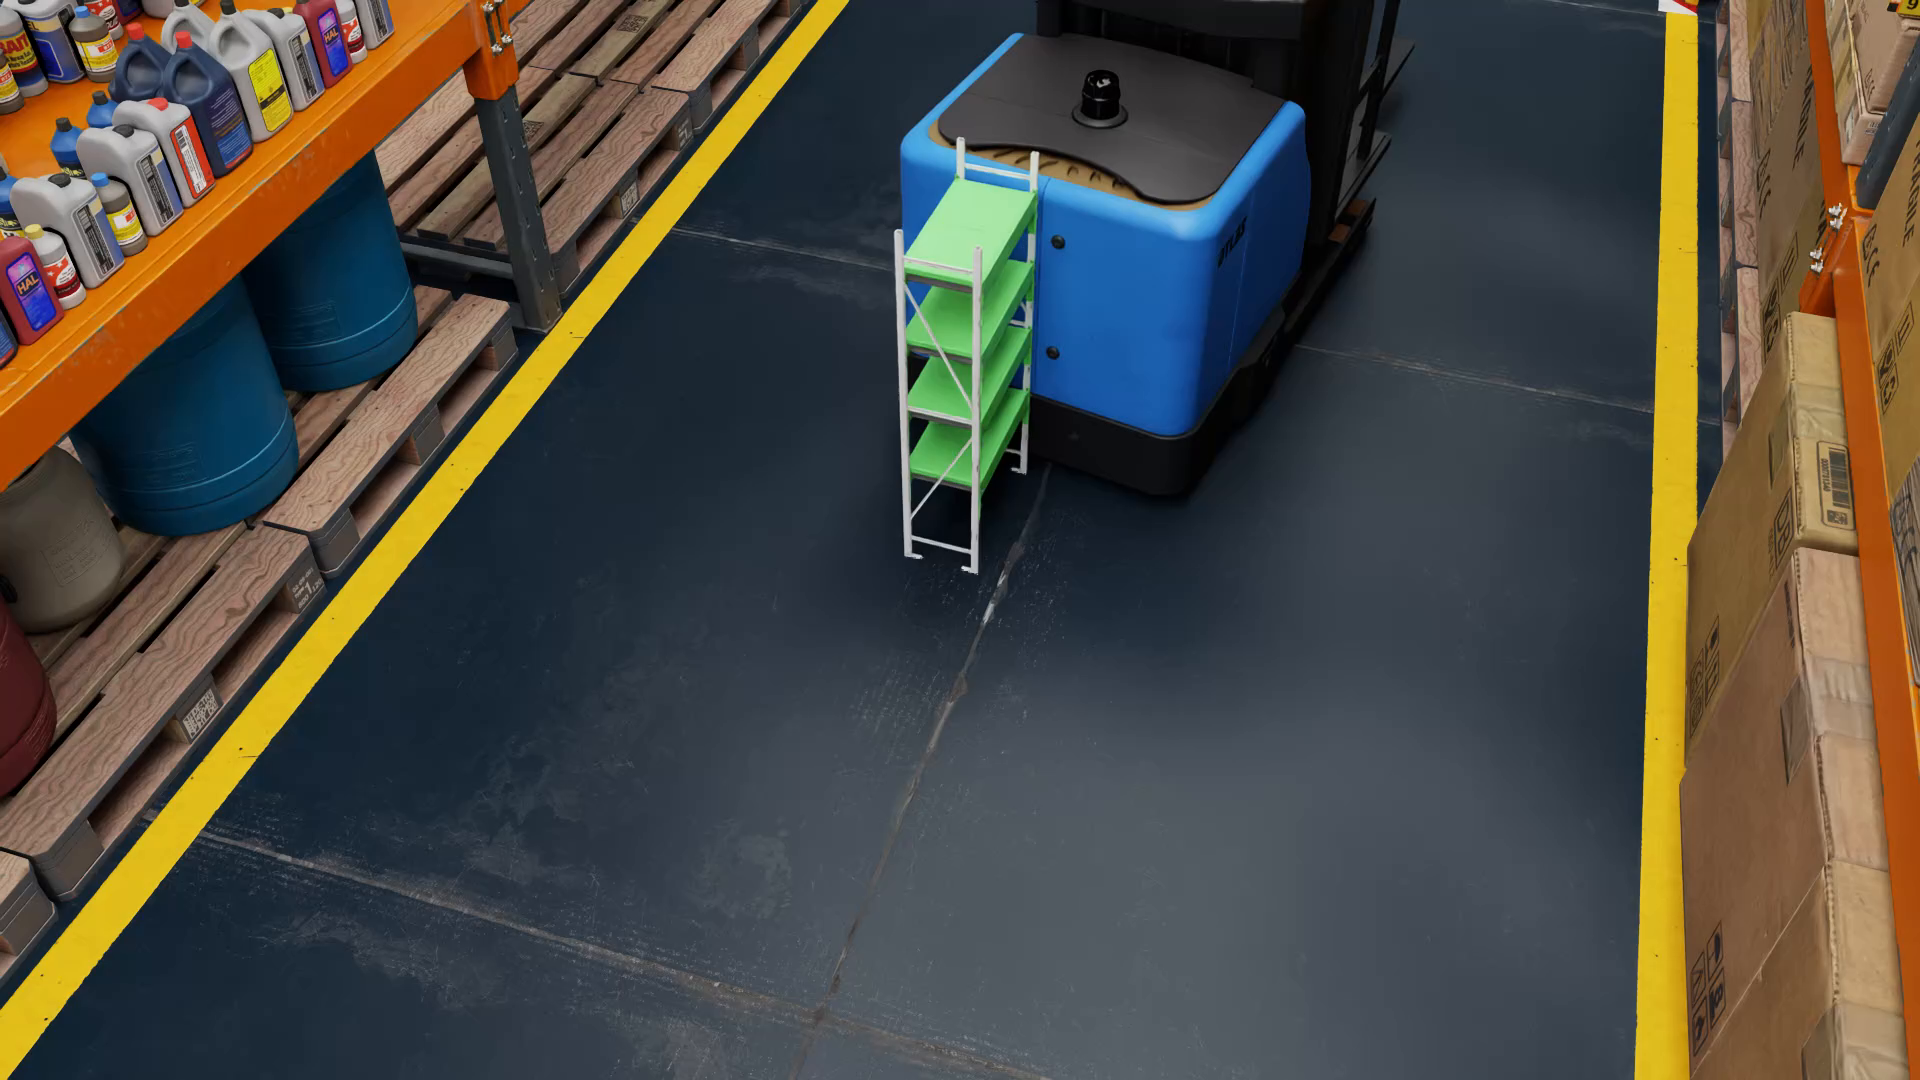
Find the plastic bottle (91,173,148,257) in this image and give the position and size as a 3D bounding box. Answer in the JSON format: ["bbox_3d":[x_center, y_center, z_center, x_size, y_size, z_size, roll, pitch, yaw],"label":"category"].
[{"bbox_3d":[-2.071,-0.802,4.067,0.097,0.201,0.097,0,44,0],"label":"plastic bottle"}]

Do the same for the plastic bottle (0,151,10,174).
[{"bbox_3d":[-2.585,-1.035,4.252,0.152,0.276,0.135,13,46,13],"label":"plastic bottle"}]

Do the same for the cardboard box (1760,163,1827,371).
[{"bbox_3d":[3.050,-0.722,5.062,0.875,0.875,0.875,13,46,13],"label":"cardboard box"}]

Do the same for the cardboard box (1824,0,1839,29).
[{"bbox_3d":[2.788,-1.605,4.925,0.380,0.149,0.250,13,46,13],"label":"cardboard box"}]

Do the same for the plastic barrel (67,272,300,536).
[{"bbox_3d":[-2.342,-0.526,4.843,0.600,0.901,0.708,13,46,13],"label":"plastic barrel"}]

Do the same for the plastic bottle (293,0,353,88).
[{"bbox_3d":[-1.784,-1.420,4.640,0.061,0.283,0.133,13,46,13],"label":"plastic bottle"}]

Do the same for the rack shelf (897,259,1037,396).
[{"bbox_3d":[0.024,-0.641,4.796,0.258,0.148,0.480,14,46,14],"label":"rack shelf"}]

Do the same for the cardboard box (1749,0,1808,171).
[{"bbox_3d":[3.592,-1.915,6.281,0.875,0.875,0.875,13,46,13],"label":"cardboard box"}]

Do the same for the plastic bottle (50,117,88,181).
[{"bbox_3d":[-2.186,-0.924,4.142,0.097,0.271,0.097,0,44,0],"label":"plastic bottle"}]

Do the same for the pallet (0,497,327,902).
[{"bbox_3d":[-2.587,0.361,4.730,1.003,0.211,1.213,13,46,13],"label":"pallet"}]

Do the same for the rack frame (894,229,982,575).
[{"bbox_3d":[-0.057,-0.355,4.755,0.240,1.200,0.015,14,46,14],"label":"rack frame"}]

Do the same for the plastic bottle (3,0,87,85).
[{"bbox_3d":[-2.560,-1.441,4.666,0.152,0.276,0.135,13,46,13],"label":"plastic bottle"}]

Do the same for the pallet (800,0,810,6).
[{"bbox_3d":[-1.022,-3.085,8.252,1.003,0.211,1.213,13,46,13],"label":"pallet"}]

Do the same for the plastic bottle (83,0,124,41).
[{"bbox_3d":[-2.522,-1.562,4.844,0.097,0.201,0.097,0,44,0],"label":"plastic bottle"}]

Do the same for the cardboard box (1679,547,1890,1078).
[{"bbox_3d":[2.330,0.728,3.580,1.225,0.875,0.875,11,45,11],"label":"cardboard box"}]

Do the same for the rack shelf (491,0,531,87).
[{"bbox_3d":[-1.341,-3.033,6.719,1.077,0.370,4.000,13,46,13],"label":"rack shelf"}]

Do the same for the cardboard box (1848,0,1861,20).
[{"bbox_3d":[2.812,-1.656,4.692,0.500,0.250,0.500,14,46,14],"label":"cardboard box"}]

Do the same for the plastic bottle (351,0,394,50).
[{"bbox_3d":[-1.758,-1.581,4.810,0.152,0.276,0.135,13,46,13],"label":"plastic bottle"}]

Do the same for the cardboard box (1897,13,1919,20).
[{"bbox_3d":[2.658,-1.592,4.090,0.500,0.500,0.500,14,46,14],"label":"cardboard box"}]

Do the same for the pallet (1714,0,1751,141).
[{"bbox_3d":[3.818,-2.028,7.171,1.003,0.211,1.213,13,46,13],"label":"pallet"}]

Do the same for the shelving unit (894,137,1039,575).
[{"bbox_3d":[0.024,-0.515,4.919,0.258,1.200,0.503,14,46,14],"label":"shelving unit"}]

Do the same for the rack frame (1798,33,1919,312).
[{"bbox_3d":[2.774,-0.908,4.033,1.000,3.000,0.127,13,46,13],"label":"rack frame"}]

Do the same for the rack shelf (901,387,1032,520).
[{"bbox_3d":[0.024,-0.298,5.131,0.258,0.148,0.480,14,46,14],"label":"rack shelf"}]

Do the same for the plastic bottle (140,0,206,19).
[{"bbox_3d":[-2.374,-1.746,4.925,0.144,0.351,0.185,13,46,13],"label":"plastic bottle"}]

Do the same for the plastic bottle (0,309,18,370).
[{"bbox_3d":[-2.246,-0.523,3.675,0.144,0.351,0.185,13,46,13],"label":"plastic bottle"}]

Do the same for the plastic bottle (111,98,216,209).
[{"bbox_3d":[-2.021,-1.002,4.218,0.152,0.276,0.135,13,46,13],"label":"plastic bottle"}]

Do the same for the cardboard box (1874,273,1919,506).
[{"bbox_3d":[2.245,-0.355,3.396,0.500,0.500,0.500,13,46,13],"label":"cardboard box"}]

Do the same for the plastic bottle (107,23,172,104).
[{"bbox_3d":[-2.106,-1.165,4.331,0.144,0.351,0.185,13,46,13],"label":"plastic bottle"}]

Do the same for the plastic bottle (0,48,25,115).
[{"bbox_3d":[-2.651,-1.278,4.553,0.097,0.201,0.097,0,44,0],"label":"plastic bottle"}]

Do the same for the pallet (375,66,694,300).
[{"bbox_3d":[-1.761,-1.459,6.590,1.003,0.211,1.213,13,46,13],"label":"pallet"}]

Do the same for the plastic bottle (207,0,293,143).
[{"bbox_3d":[-1.913,-1.257,4.425,0.144,0.351,0.185,13,46,13],"label":"plastic bottle"}]

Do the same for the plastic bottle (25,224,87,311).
[{"bbox_3d":[-2.141,-0.648,3.909,0.097,0.201,0.097,0,44,0],"label":"plastic bottle"}]

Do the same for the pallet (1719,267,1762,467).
[{"bbox_3d":[3.079,-0.401,5.509,1.003,0.211,1.213,13,46,13],"label":"pallet"}]

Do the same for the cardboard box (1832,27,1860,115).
[{"bbox_3d":[2.632,-1.263,4.575,0.380,0.149,0.250,13,46,13],"label":"cardboard box"}]

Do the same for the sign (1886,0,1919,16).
[{"bbox_3d":[2.245,-1.362,3.822,0.100,0.325,0.005,13,46,13],"label":"sign"}]

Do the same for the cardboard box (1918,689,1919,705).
[{"bbox_3d":[1.942,0.324,2.702,0.500,0.500,0.500,13,46,13],"label":"cardboard box"}]

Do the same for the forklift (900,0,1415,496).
[{"bbox_3d":[0.942,-2.217,5.419,1.130,2.935,3.031,20,48,20],"label":"forklift"}]

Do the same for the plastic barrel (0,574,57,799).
[{"bbox_3d":[-2.684,0.339,4.183,0.600,0.588,0.708,13,46,13],"label":"plastic barrel"}]

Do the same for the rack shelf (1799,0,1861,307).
[{"bbox_3d":[3.380,-1.984,5.647,1.077,0.370,4.000,13,46,13],"label":"rack shelf"}]
